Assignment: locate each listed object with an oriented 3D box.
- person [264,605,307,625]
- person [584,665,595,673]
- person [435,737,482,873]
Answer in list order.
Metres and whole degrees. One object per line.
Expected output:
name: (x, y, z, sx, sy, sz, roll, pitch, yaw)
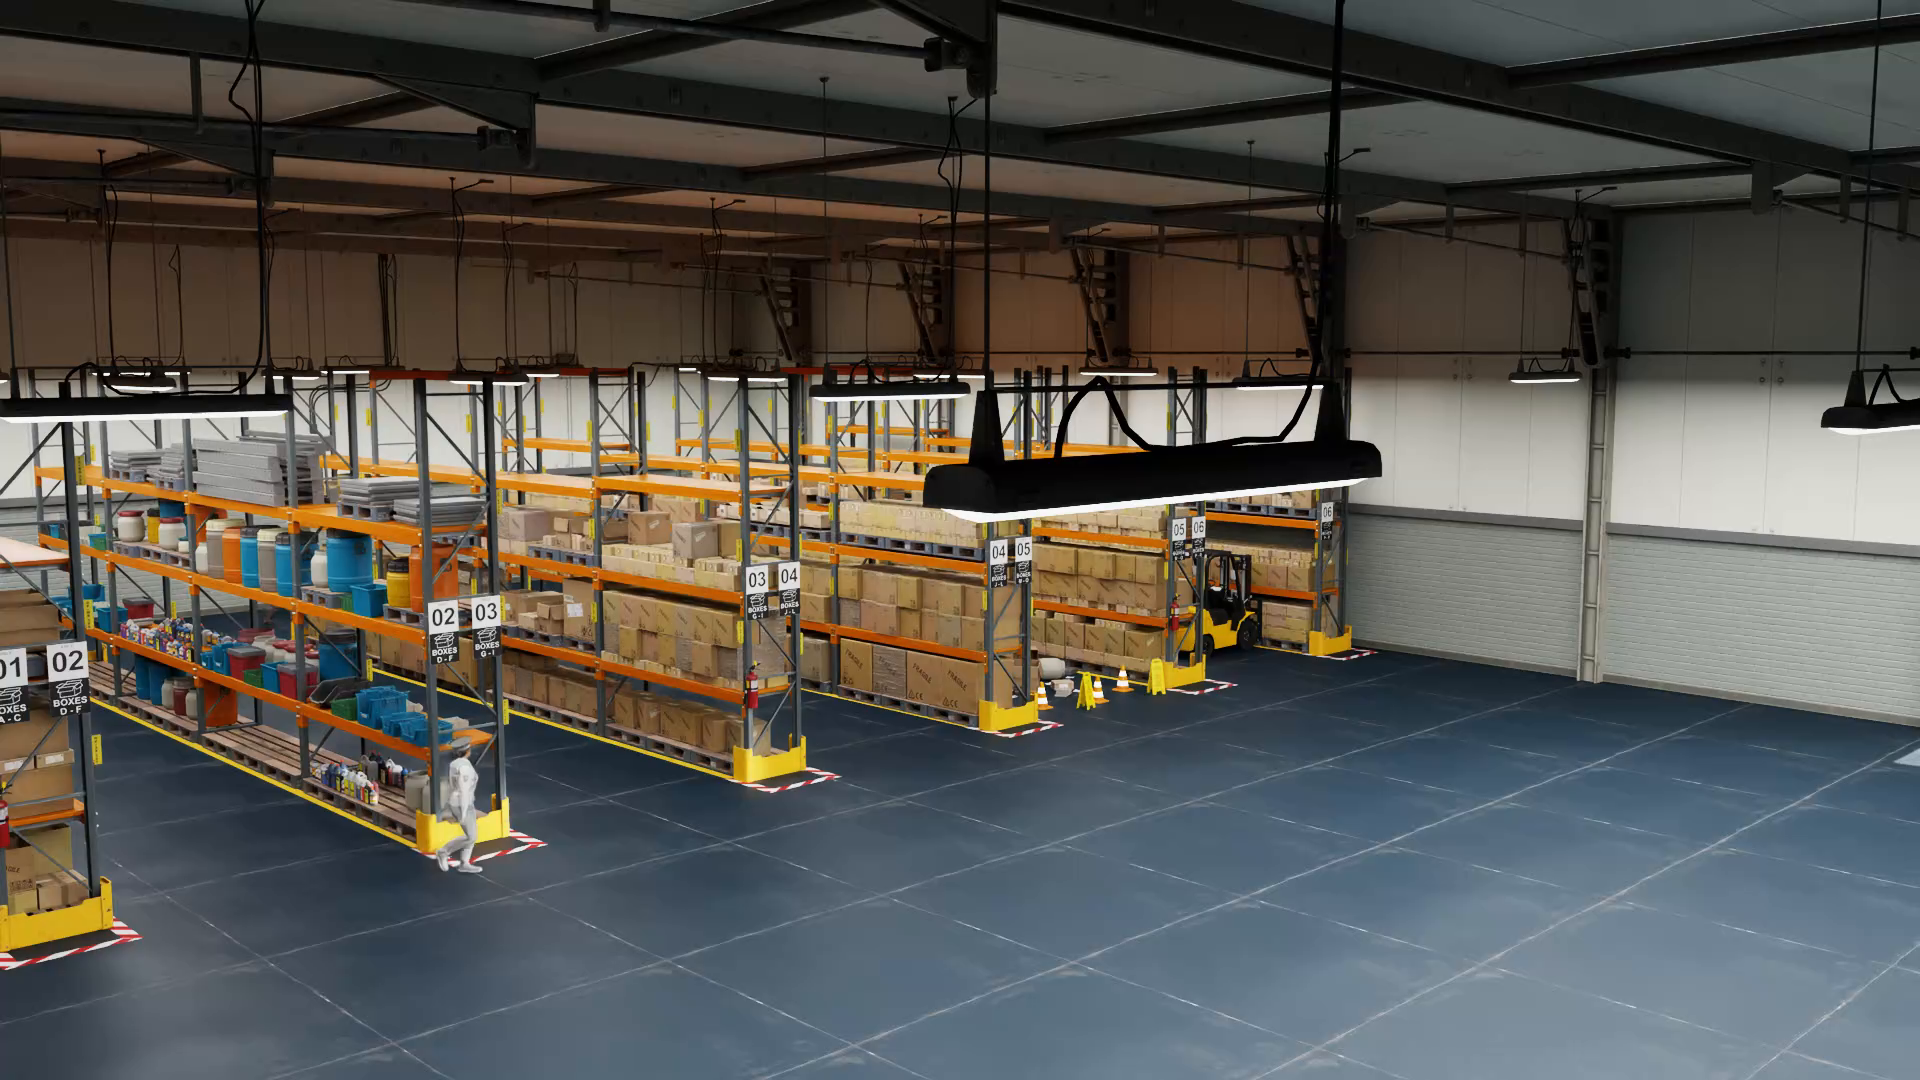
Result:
person: (-15.579, 1.174, 38.300, 1.027, 1.681, 0.535, 2, 7, 14)
person: (-7.244, 1.817, 32.751, 0.484, 1.638, 0.419, -1, 6, -5)
person: (-6.092, 3.228, 20.160, 0.520, 1.662, 0.488, 0, 6, -4)
